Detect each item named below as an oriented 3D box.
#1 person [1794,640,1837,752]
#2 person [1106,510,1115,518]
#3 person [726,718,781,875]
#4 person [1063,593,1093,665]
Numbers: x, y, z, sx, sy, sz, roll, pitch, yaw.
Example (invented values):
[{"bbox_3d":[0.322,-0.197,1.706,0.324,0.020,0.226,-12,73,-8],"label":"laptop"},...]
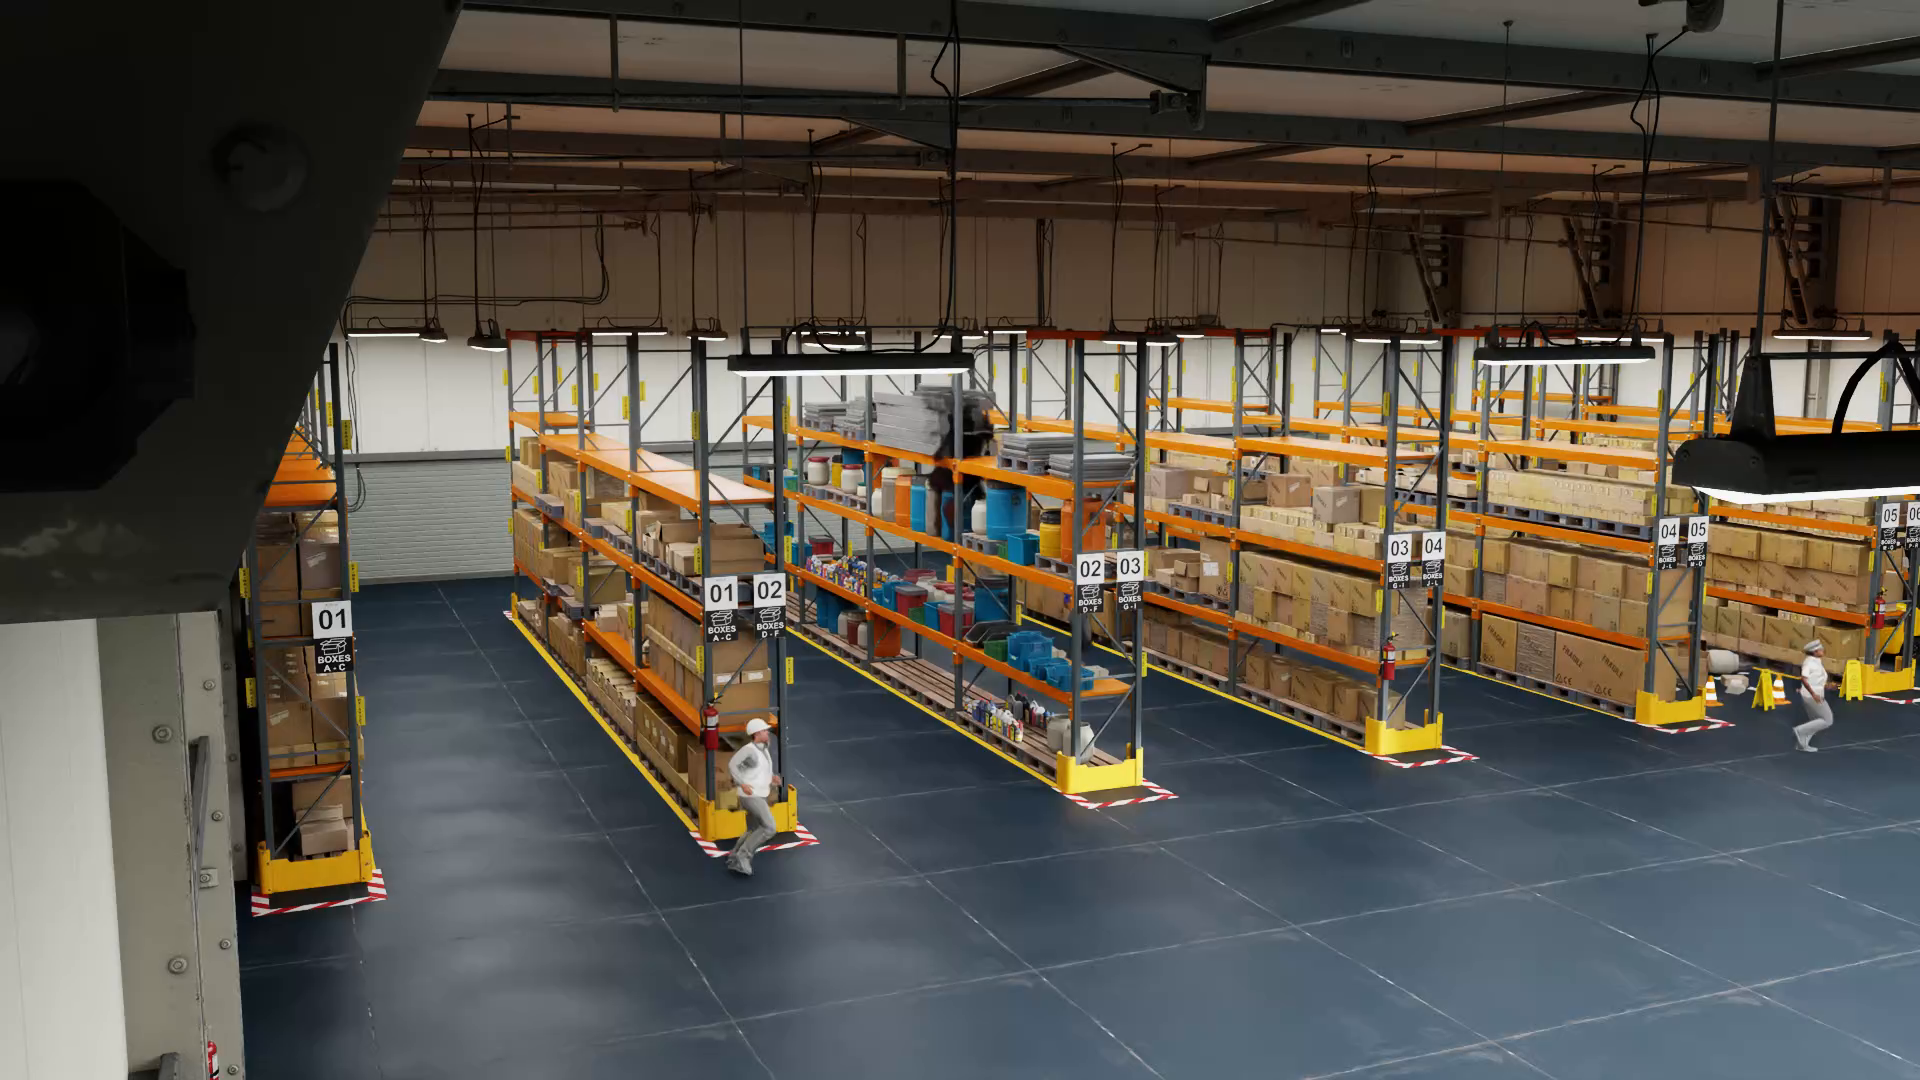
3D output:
[{"bbox_3d":[12.372,2.254,24.029,0.554,1.656,0.554,3,8,19],"label":"person"},{"bbox_3d":[3.476,0.109,39.239,0.718,1.793,0.936,-1,8,-7],"label":"person"},{"bbox_3d":[-2.341,2.900,18.969,0.619,1.720,0.690,1,8,7],"label":"person"},{"bbox_3d":[2.064,1.358,28.654,0.572,1.612,0.537,-4,9,-30],"label":"person"}]
